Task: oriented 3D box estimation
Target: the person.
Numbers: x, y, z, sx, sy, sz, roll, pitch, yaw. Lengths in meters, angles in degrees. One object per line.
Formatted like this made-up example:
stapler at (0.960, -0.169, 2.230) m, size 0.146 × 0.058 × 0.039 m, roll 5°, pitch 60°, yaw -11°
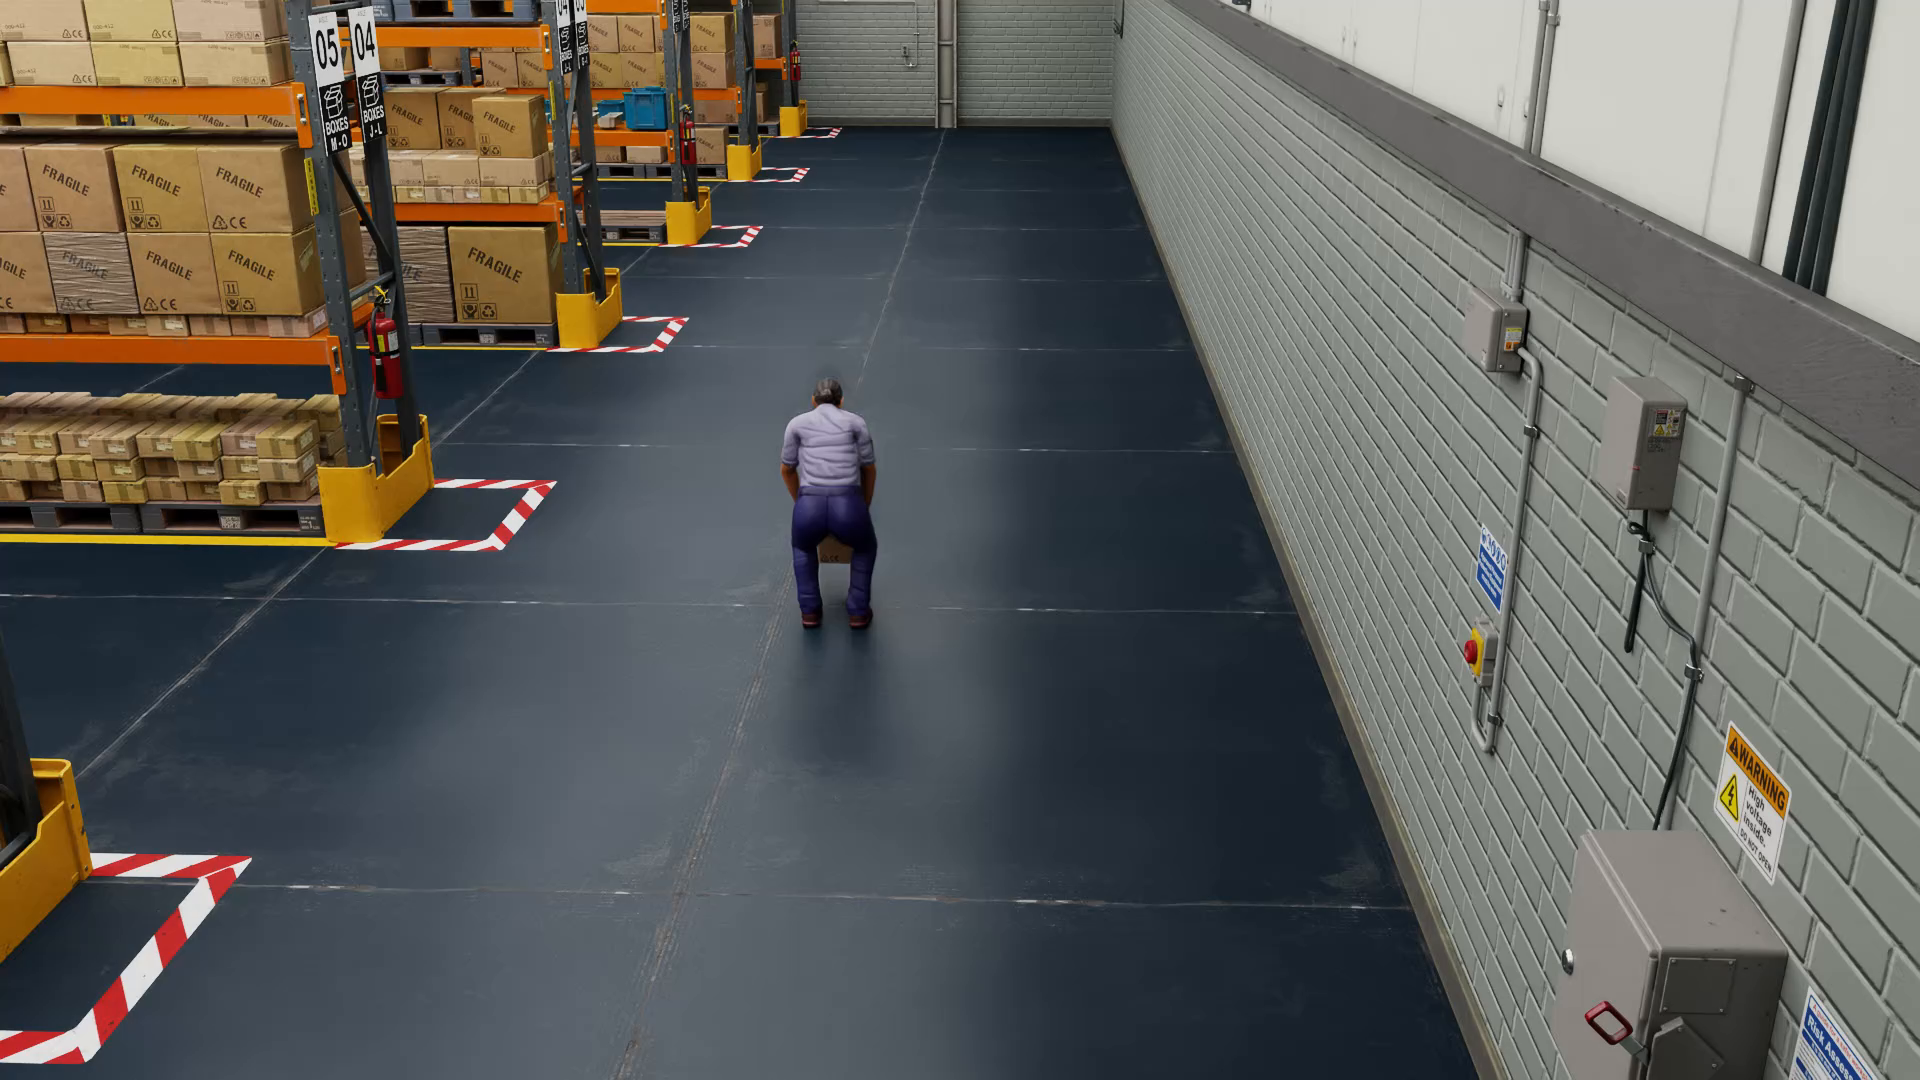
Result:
person at (-0.738, -0.183, 9.239) m, size 0.535 × 1.341 × 0.672 m, roll 1°, pitch 21°, yaw 2°
